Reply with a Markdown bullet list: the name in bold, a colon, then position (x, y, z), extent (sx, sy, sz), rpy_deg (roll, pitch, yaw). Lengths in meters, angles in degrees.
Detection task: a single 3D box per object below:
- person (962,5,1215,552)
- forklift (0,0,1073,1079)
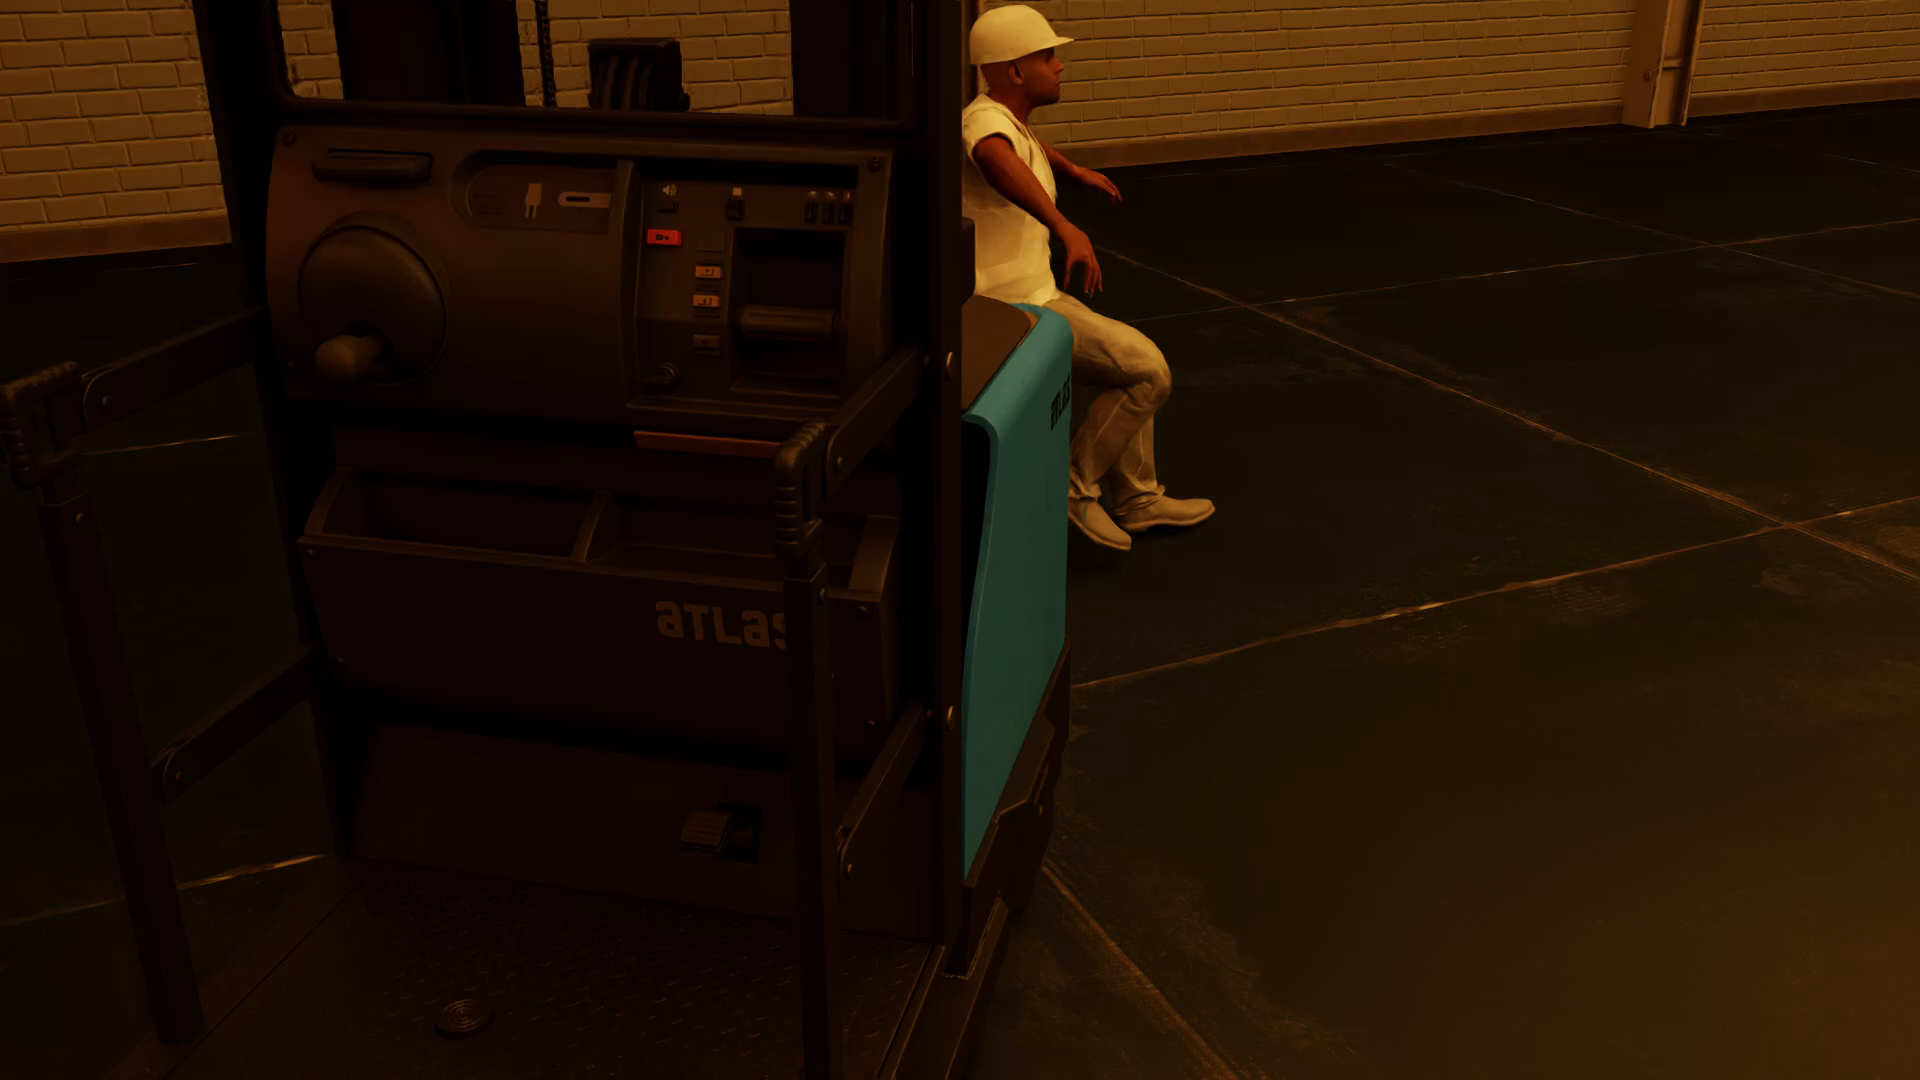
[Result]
- **person**: position (0.370, -0.722, 4.809), extent (0.851, 1.576, 1.242), rpy_deg (0, 23, 1)
- **forklift**: position (-0.595, -0.354, 2.137), extent (1.130, 2.935, 3.031), rpy_deg (5, 23, 13)
